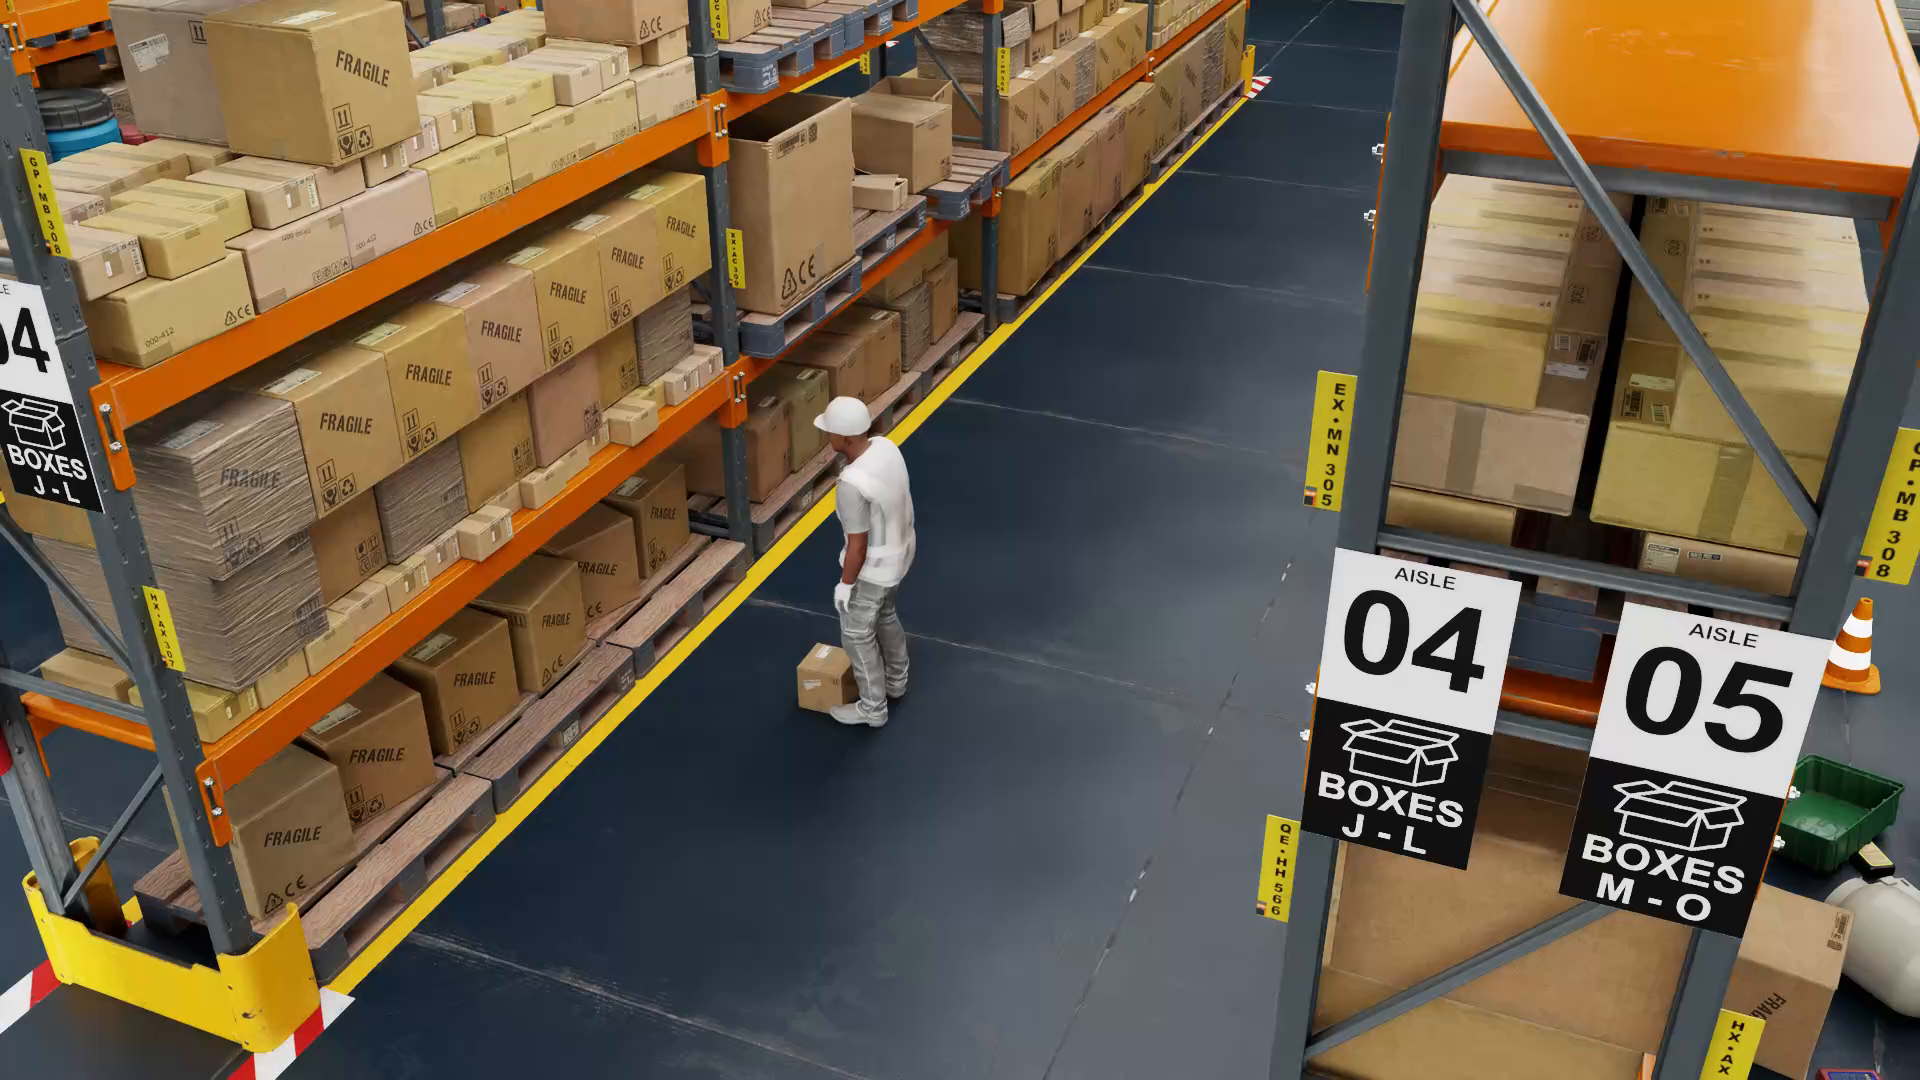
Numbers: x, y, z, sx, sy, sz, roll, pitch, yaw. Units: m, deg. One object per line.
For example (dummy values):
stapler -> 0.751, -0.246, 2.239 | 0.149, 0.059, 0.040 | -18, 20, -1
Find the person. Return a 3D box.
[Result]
person -> -0.461, 0.106, 8.203 | 0.452, 1.773, 0.625 | 9, 31, 16
